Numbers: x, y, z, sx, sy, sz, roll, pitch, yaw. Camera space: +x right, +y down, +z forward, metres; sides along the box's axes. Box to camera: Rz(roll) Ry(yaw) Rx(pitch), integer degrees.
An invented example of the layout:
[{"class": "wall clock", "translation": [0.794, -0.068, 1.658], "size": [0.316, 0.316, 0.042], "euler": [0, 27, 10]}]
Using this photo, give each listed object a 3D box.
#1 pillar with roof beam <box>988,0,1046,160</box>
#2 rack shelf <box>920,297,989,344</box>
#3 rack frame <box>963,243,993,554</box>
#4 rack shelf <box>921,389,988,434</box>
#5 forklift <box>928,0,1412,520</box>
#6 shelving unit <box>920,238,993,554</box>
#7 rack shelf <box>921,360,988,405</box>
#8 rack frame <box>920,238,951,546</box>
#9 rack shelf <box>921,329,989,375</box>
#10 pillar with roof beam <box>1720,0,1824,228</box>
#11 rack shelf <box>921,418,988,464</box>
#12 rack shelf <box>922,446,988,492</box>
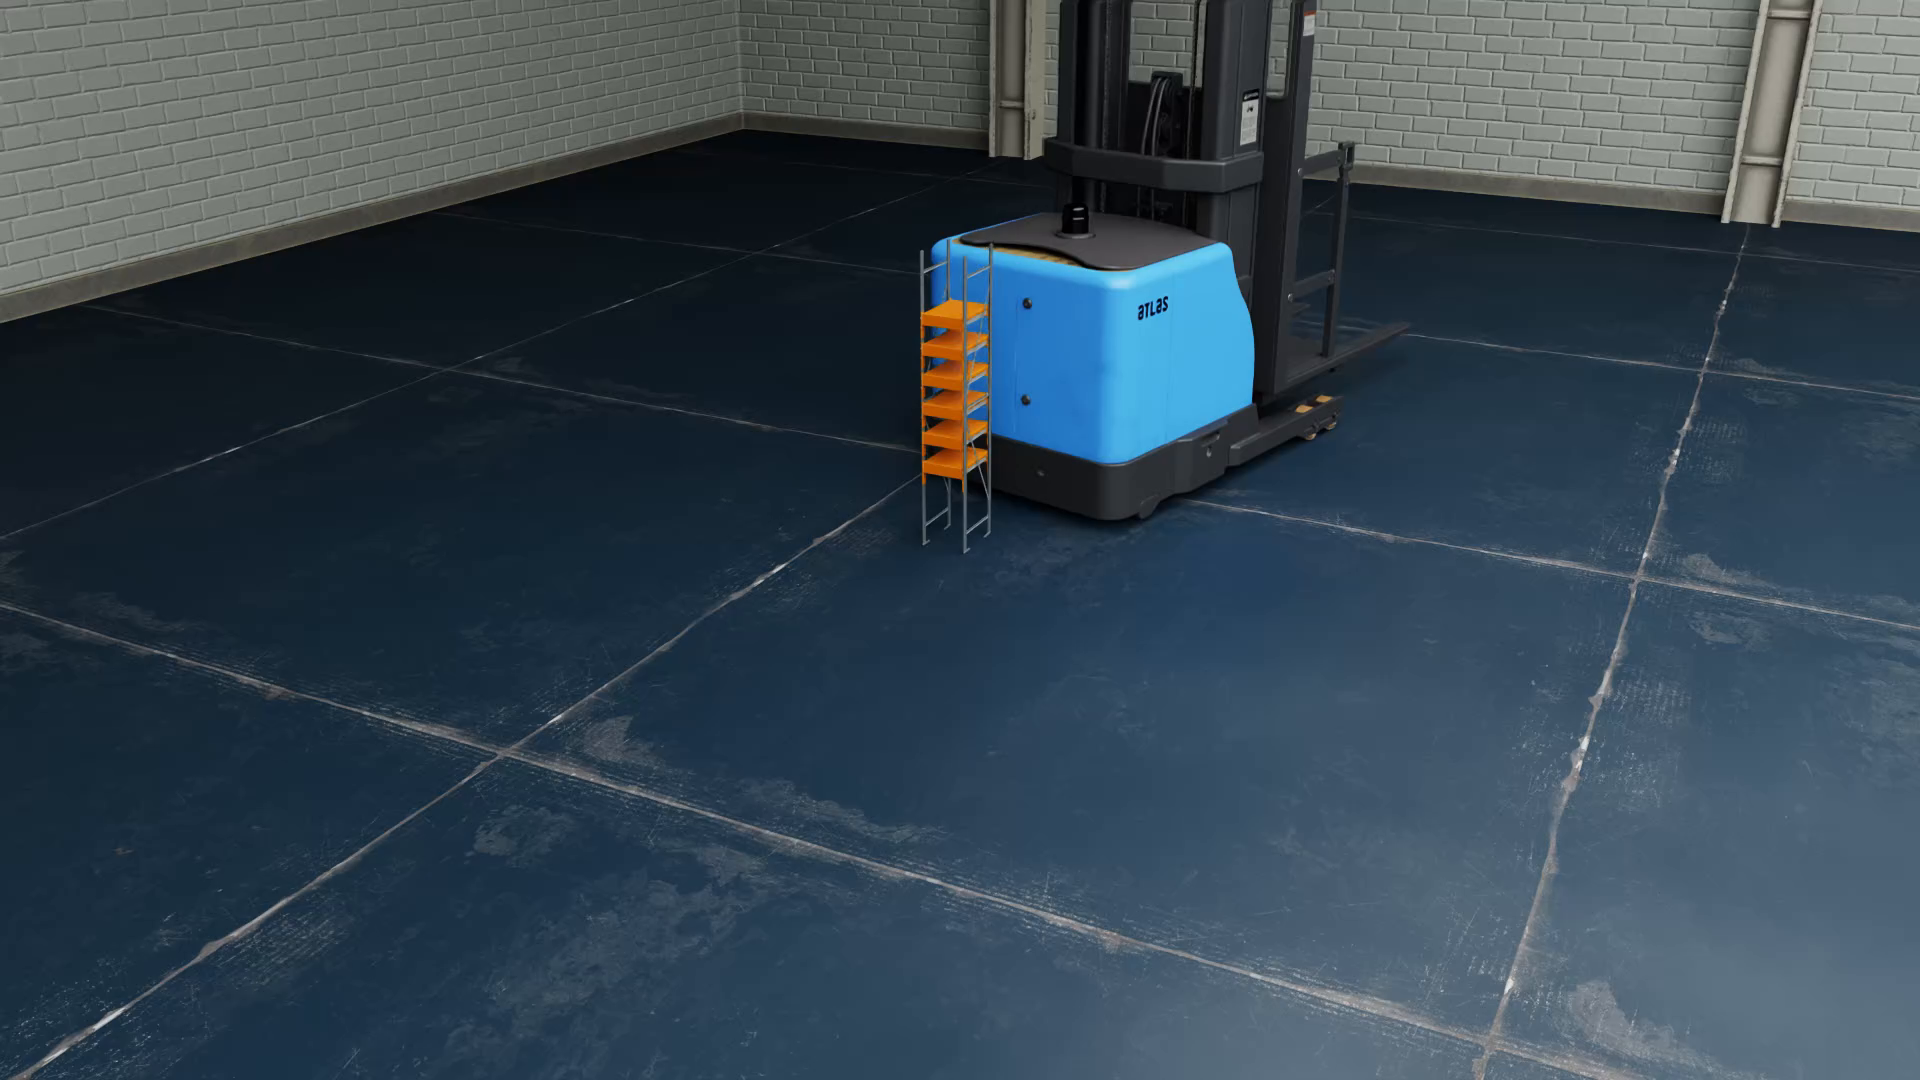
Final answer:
[{"class": "pillar with roof beam", "translation": [-1.446, -6.057, 9.495], "size": [0.400, 9.000, 9.100], "euler": [11, 25, 25]}, {"class": "rack shelf", "translation": [-0.013, -0.845, 6.398], "size": [0.180, 0.103, 0.258], "euler": [11, 25, 25]}, {"class": "rack frame", "translation": [0.069, -0.539, 6.483], "size": [0.006, 1.200, 0.240], "euler": [11, 25, 25]}, {"class": "rack shelf", "translation": [-0.013, -0.514, 6.539], "size": [0.180, 0.103, 0.258], "euler": [11, 25, 25]}, {"class": "forklift", "translation": [1.192, -1.931, 7.544], "size": [1.130, 2.935, 3.031], "euler": [18, 29, 36]}, {"class": "shelving unit", "translation": [-0.013, -0.555, 6.521], "size": [0.189, 1.200, 0.258], "euler": [11, 25, 25]}, {"class": "rack shelf", "translation": [-0.013, -0.624, 6.492], "size": [0.180, 0.103, 0.258], "euler": [11, 25, 25]}, {"class": "rack frame", "translation": [-0.095, -0.571, 6.559], "size": [0.006, 1.200, 0.240], "euler": [11, 25, 25]}, {"class": "rack shelf", "translation": [-0.013, -0.735, 6.445], "size": [0.180, 0.103, 0.258], "euler": [11, 25, 25]}, {"class": "pillar with roof beam", "translation": [3.908, -4.998, 7.004], "size": [0.400, 9.000, 9.100], "euler": [11, 25, 25]}, {"class": "rack shelf", "translation": [-0.013, -0.403, 6.586], "size": [0.180, 0.103, 0.258], "euler": [11, 25, 25]}, {"class": "rack shelf", "translation": [-0.013, -0.293, 6.633], "size": [0.180, 0.103, 0.258], "euler": [11, 25, 25]}]
